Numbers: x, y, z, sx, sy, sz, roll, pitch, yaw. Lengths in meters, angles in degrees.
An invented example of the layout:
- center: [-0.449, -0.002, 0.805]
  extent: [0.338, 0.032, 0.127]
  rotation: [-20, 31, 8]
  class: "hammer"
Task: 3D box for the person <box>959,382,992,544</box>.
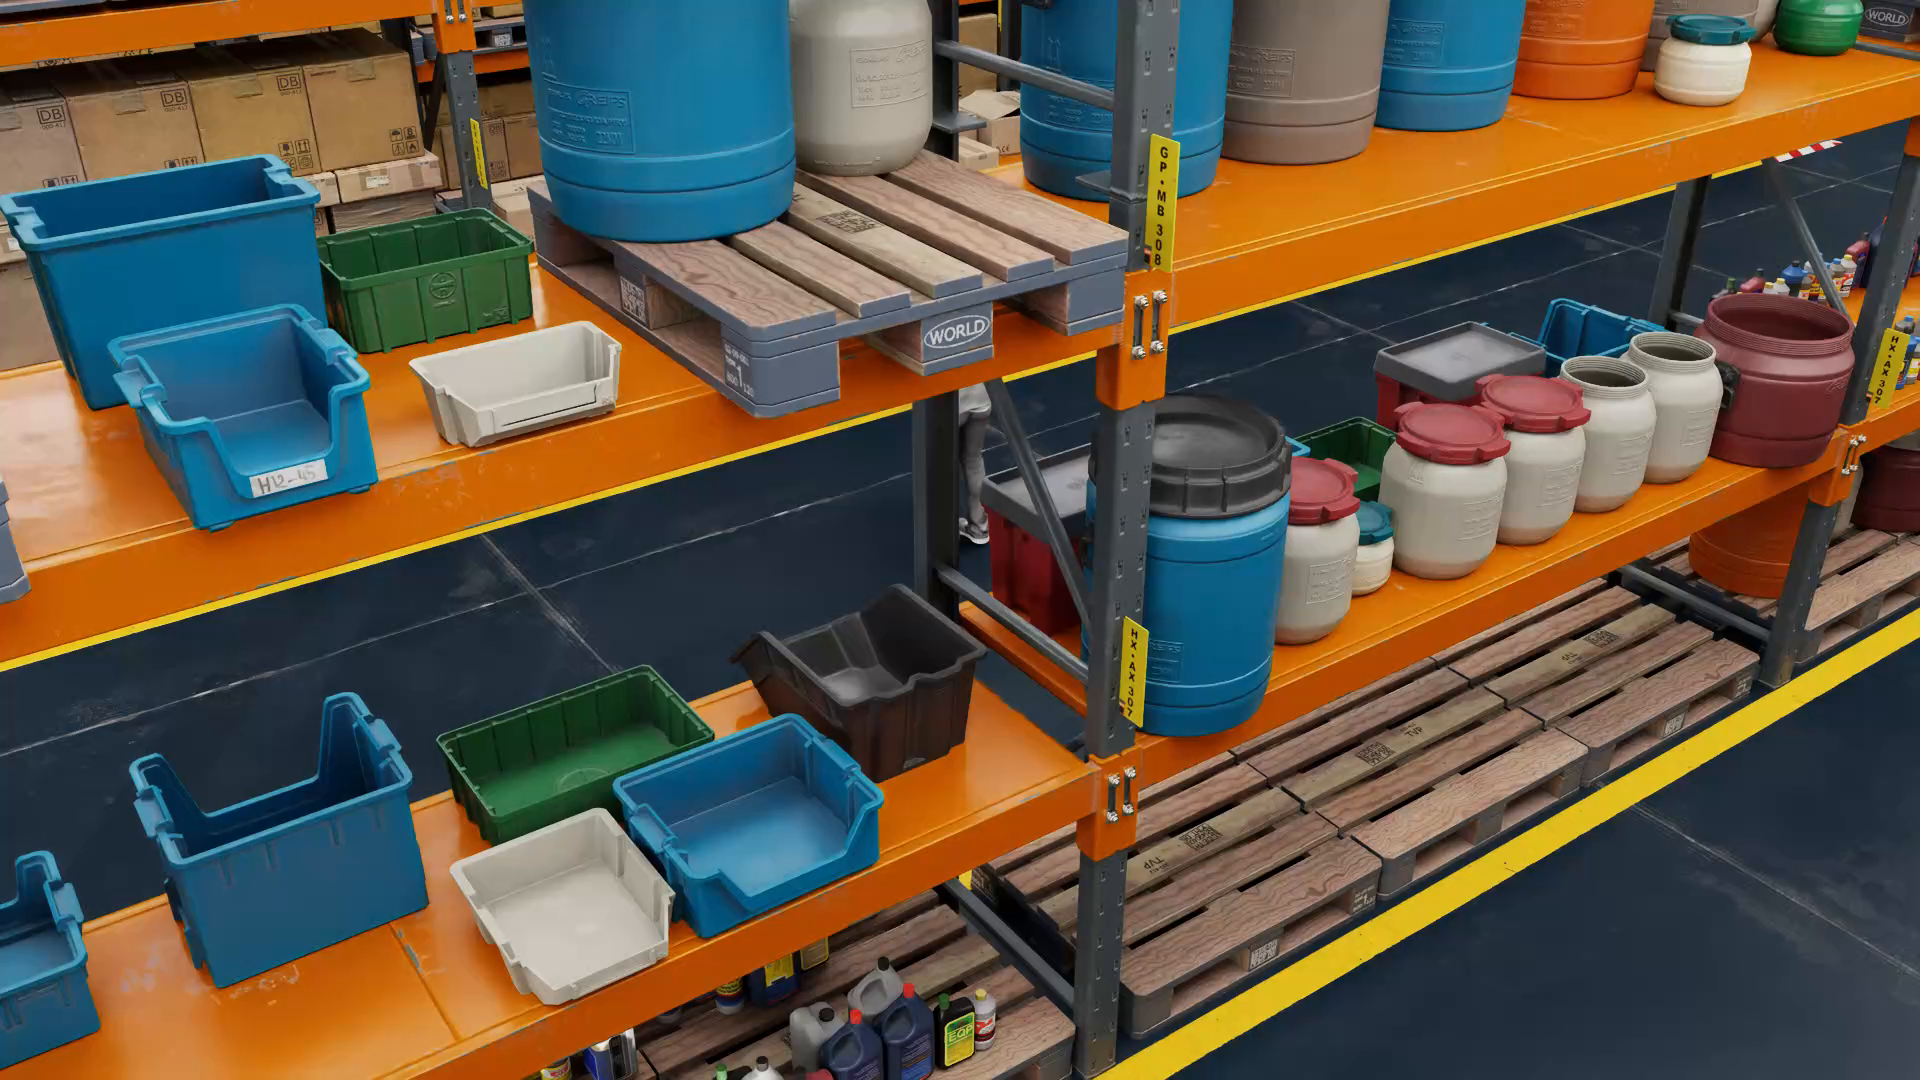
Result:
- center: [-0.063, -0.706, 8.419]
  extent: [0.404, 1.587, 0.493]
  rotation: [-18, 34, -30]
  class: "person"
